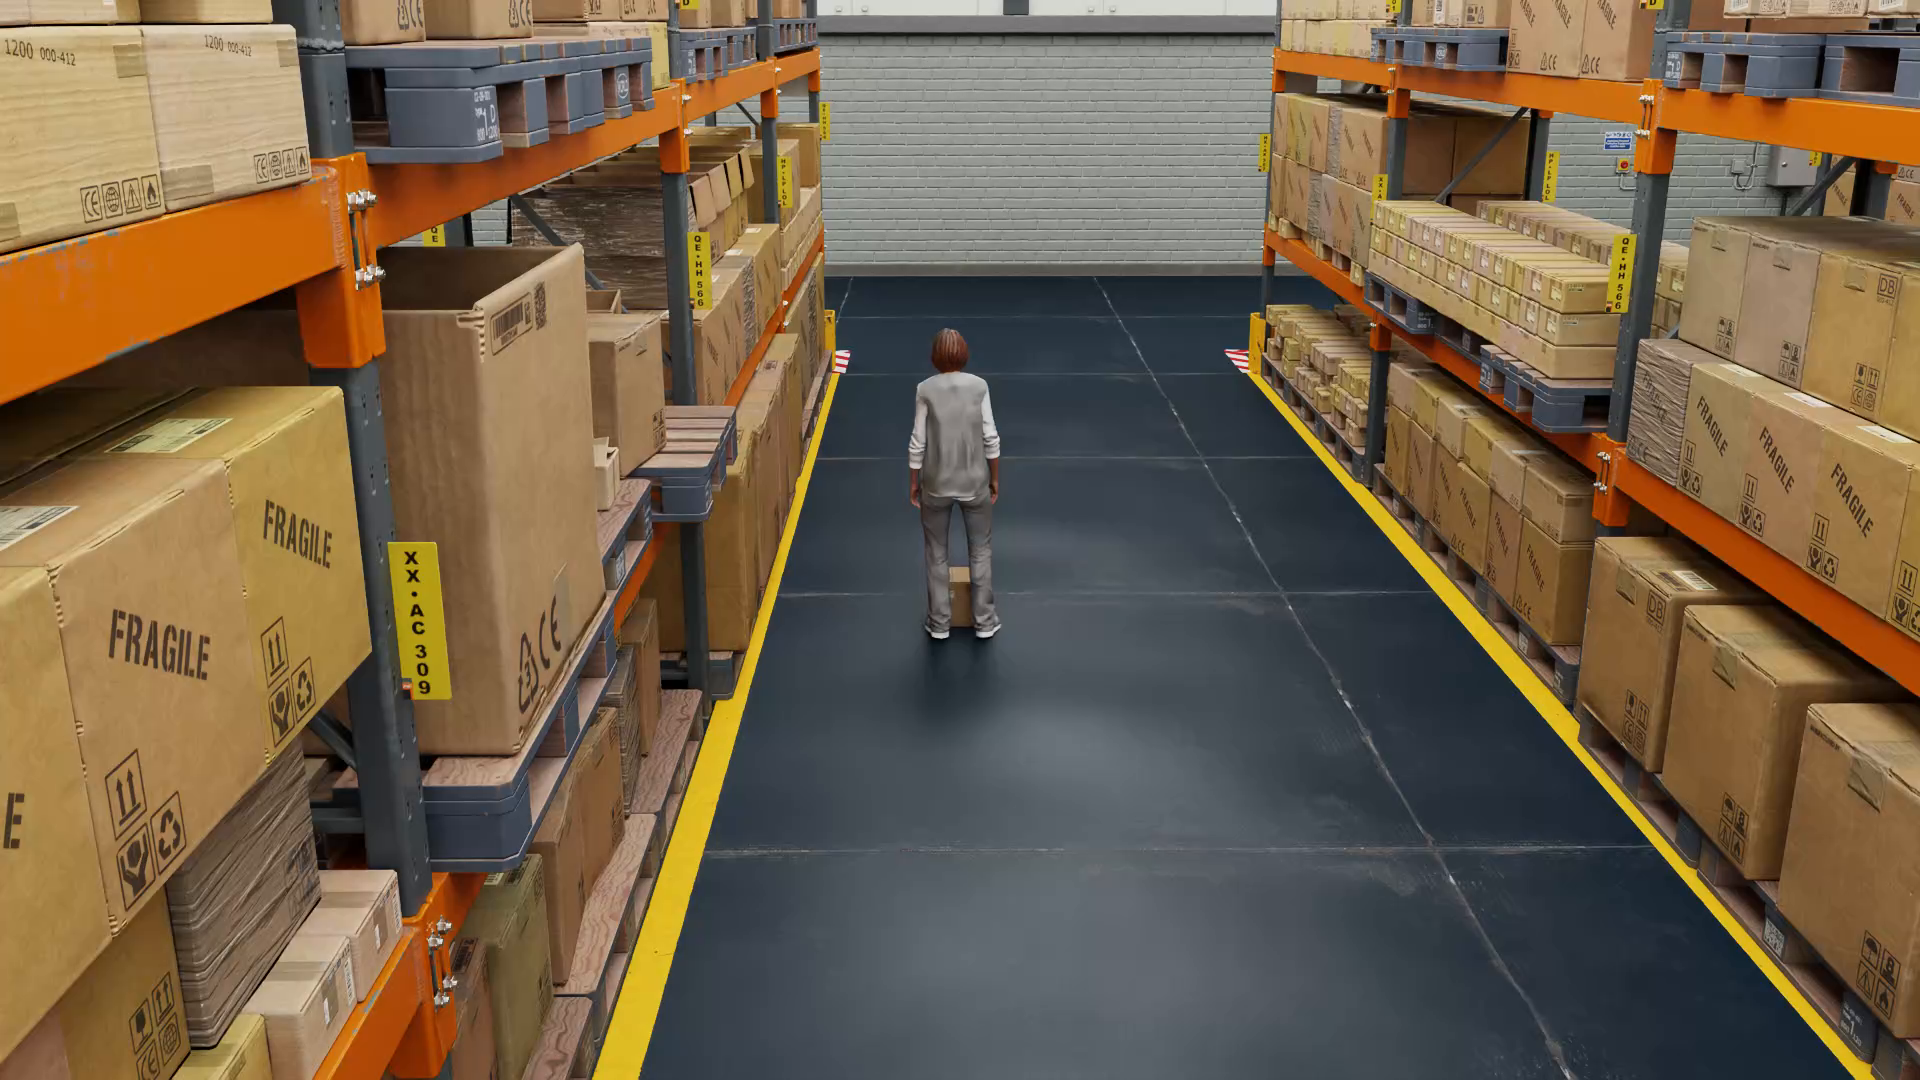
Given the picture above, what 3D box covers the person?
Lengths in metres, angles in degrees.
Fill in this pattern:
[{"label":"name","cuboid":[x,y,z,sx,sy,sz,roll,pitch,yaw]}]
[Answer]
[{"label":"person","cuboid":[-0.023,-0.268,8.421,0.486,1.593,0.344,-1,17,-4]}]
